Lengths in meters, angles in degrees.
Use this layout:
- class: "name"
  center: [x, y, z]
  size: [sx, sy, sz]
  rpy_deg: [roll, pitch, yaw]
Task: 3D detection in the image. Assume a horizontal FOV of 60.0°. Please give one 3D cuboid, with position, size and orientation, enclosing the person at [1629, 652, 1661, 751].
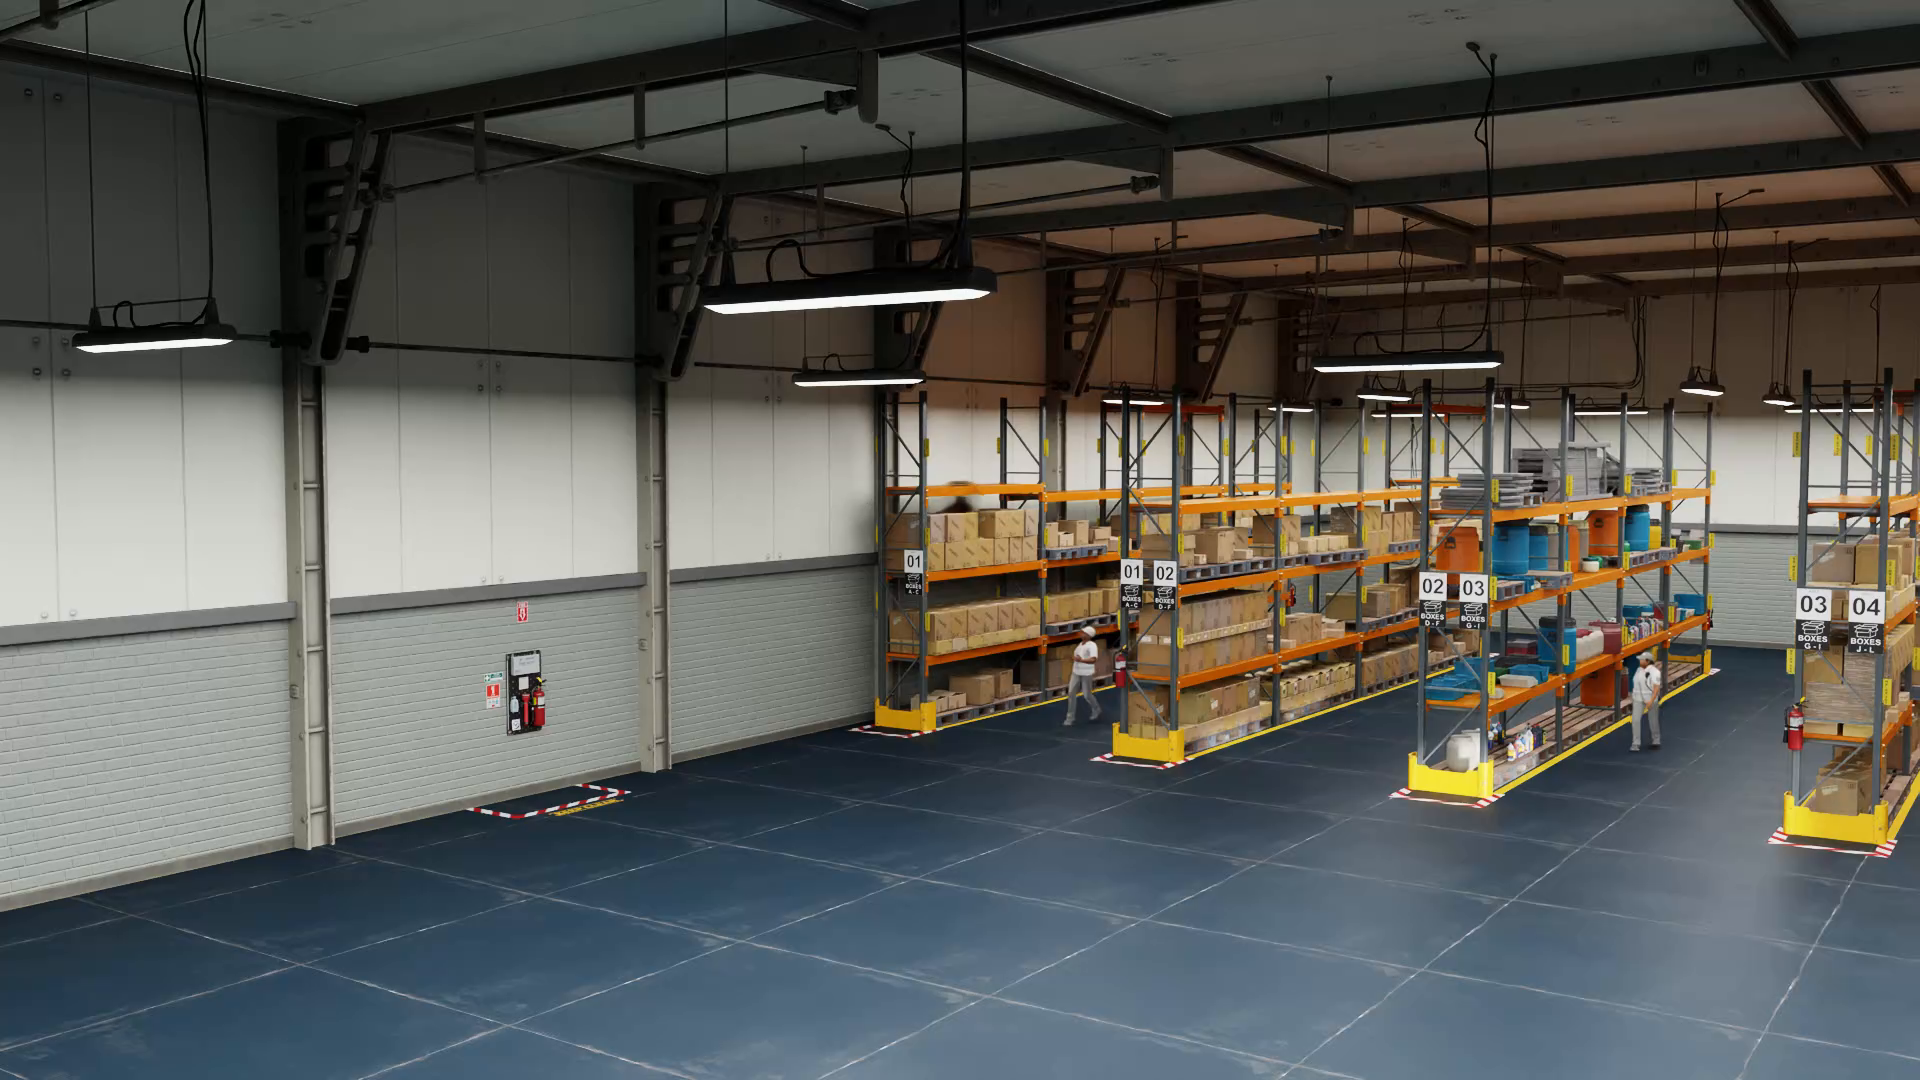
- class: "person"
  center: [11.371, 2.662, 27.553]
  size: [0.455, 1.615, 0.976]
  rpy_deg: [2, 4, 34]

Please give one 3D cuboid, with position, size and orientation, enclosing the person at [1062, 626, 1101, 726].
- class: "person"
  center: [2.290, 2.462, 30.137]
  size: [0.610, 1.789, 0.844]
  rpy_deg: [3, 4, 41]
